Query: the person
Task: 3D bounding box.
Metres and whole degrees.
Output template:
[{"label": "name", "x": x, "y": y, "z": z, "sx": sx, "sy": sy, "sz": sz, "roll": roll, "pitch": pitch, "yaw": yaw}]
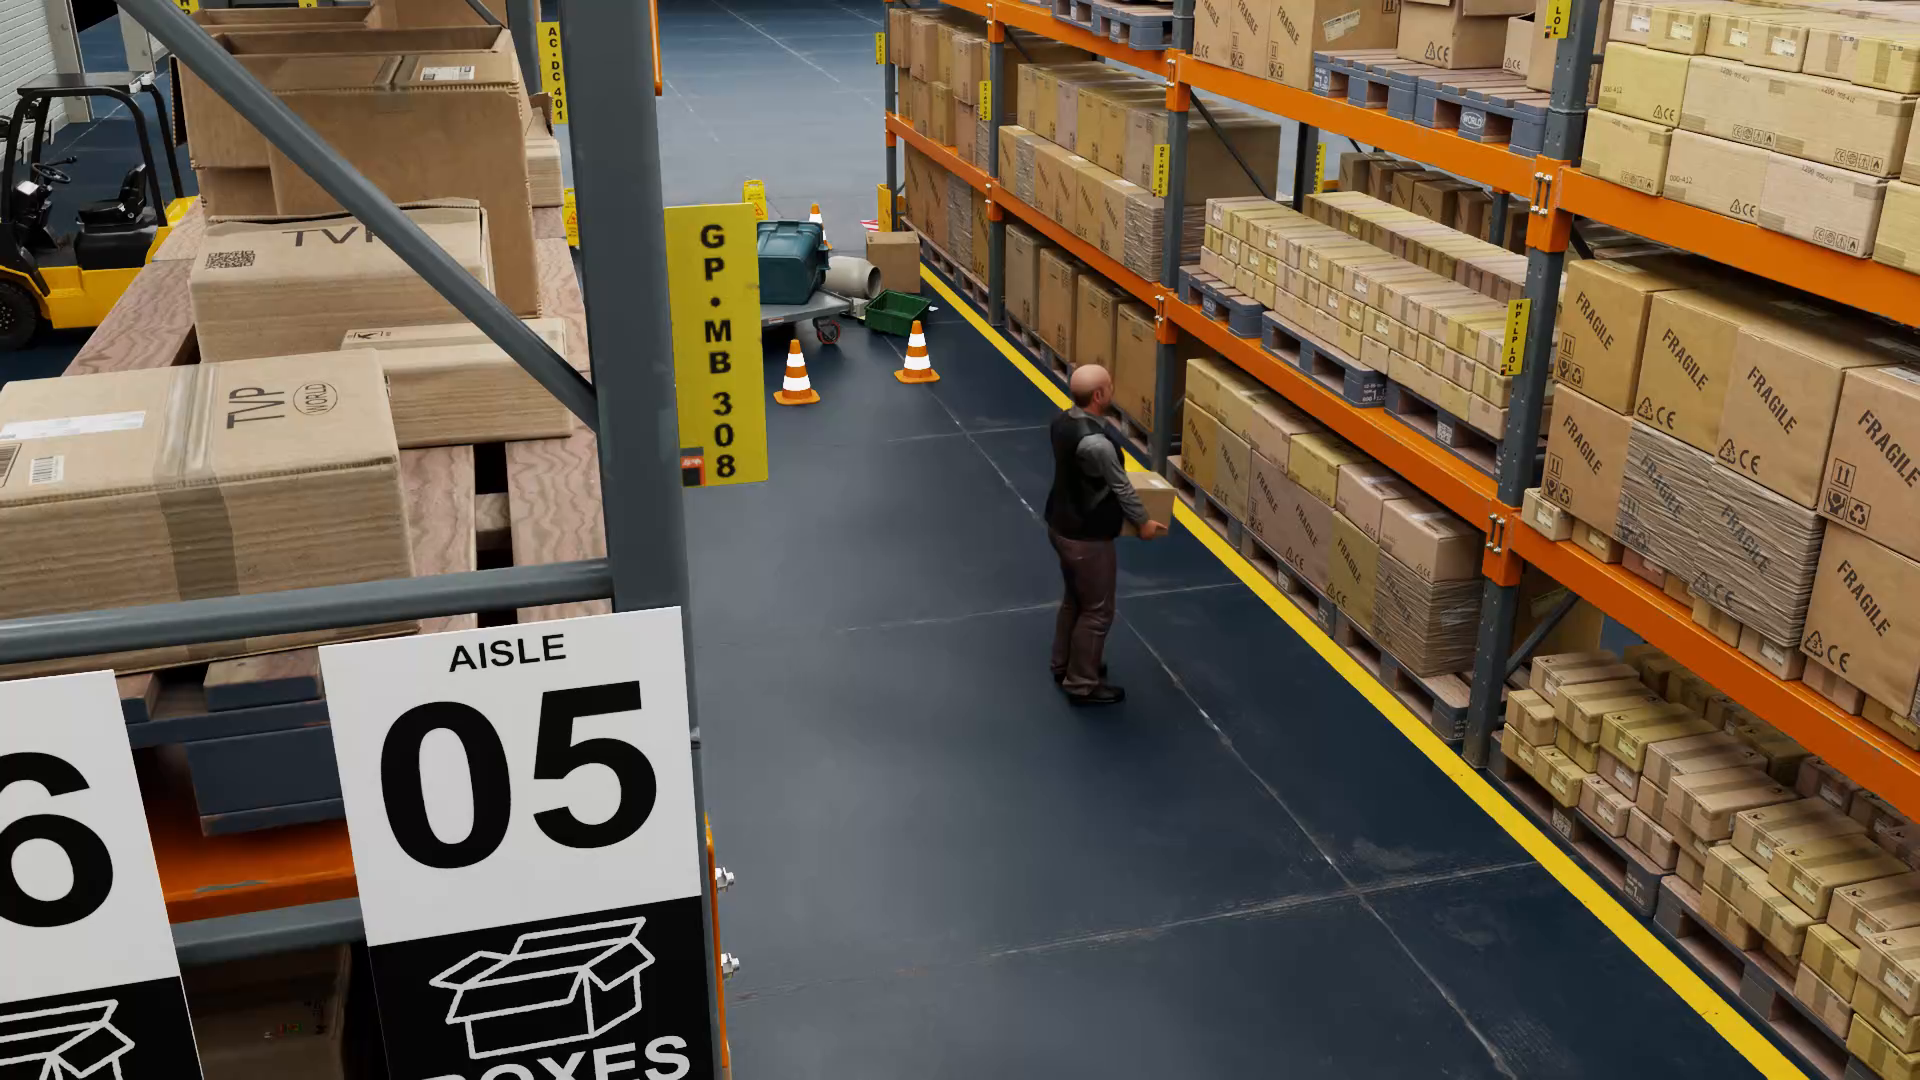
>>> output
[{"label": "person", "x": 0.704, "y": -0.045, "z": 8.240, "sx": 0.560, "sy": 1.721, "sz": 0.495, "roll": -6, "pitch": 24, "yaw": -15}]
